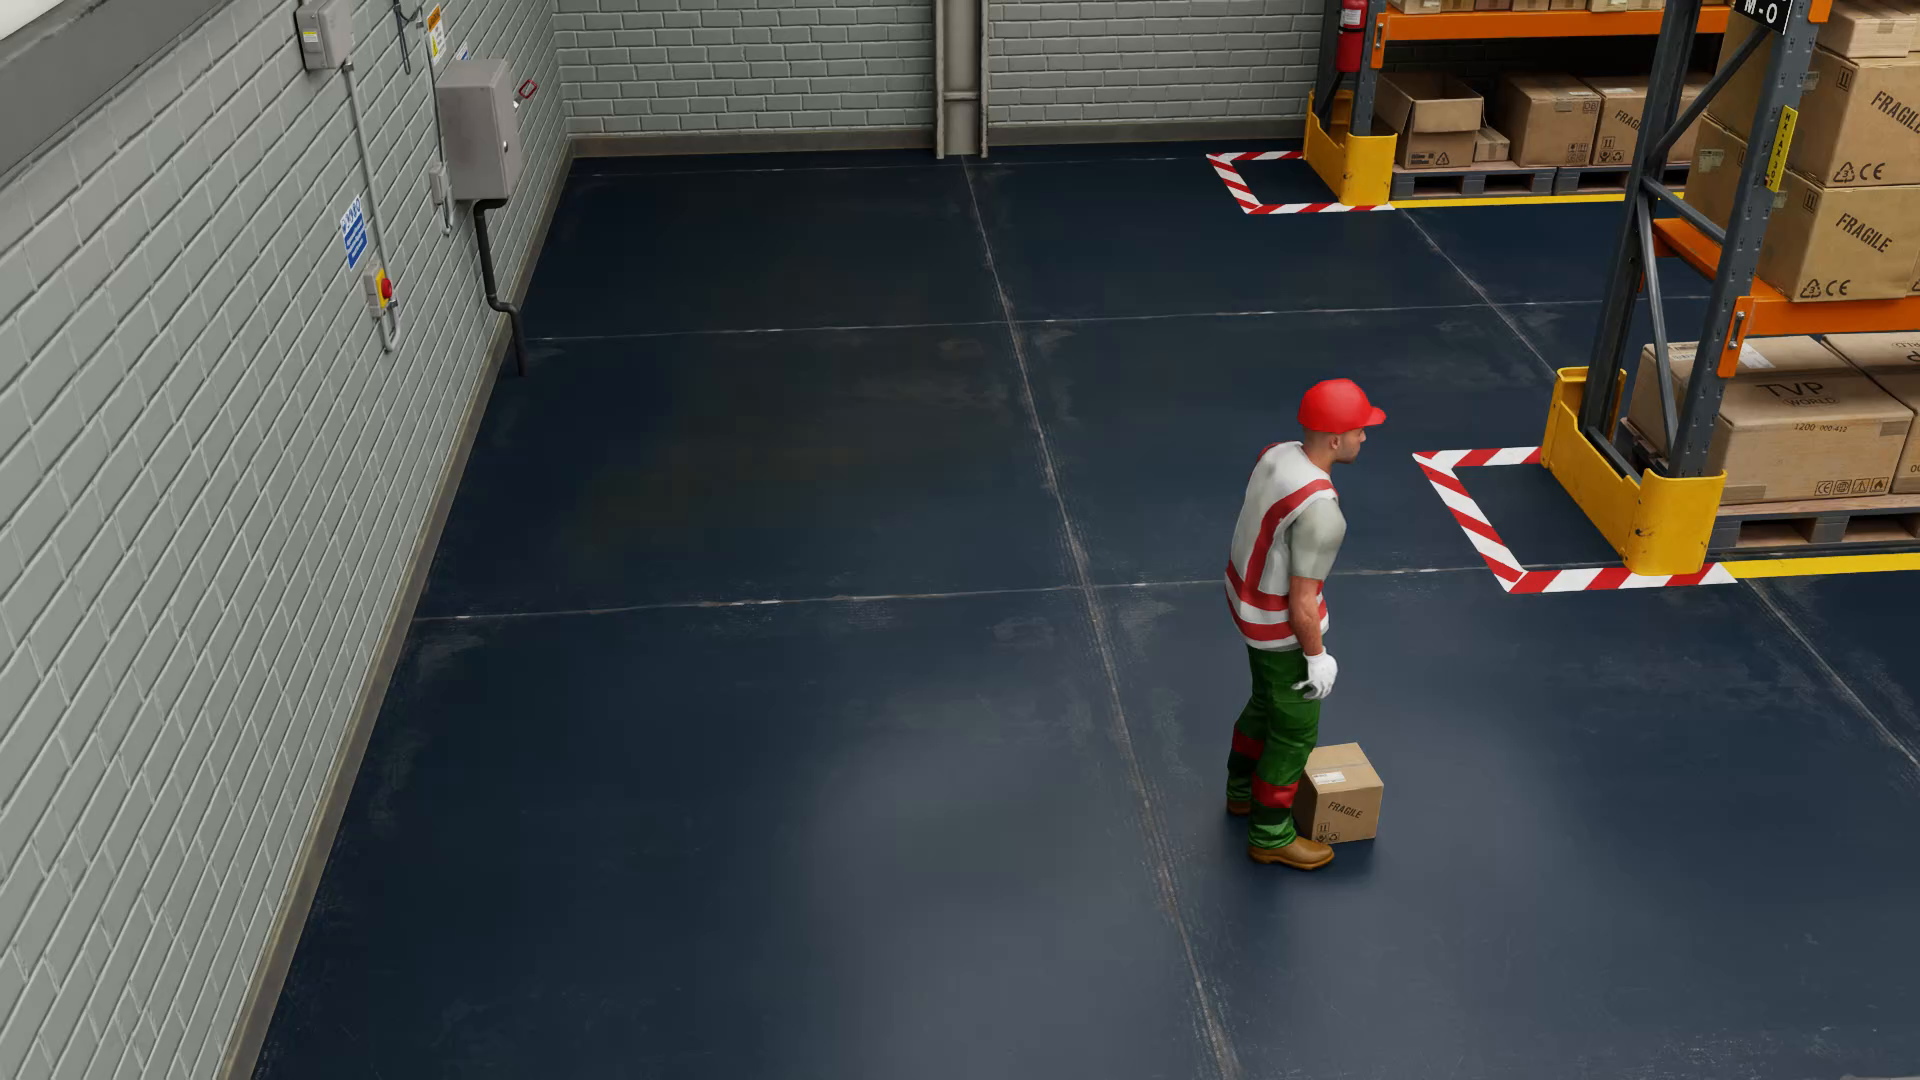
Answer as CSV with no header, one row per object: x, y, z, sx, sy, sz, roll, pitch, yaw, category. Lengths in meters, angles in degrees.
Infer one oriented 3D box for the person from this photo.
1.132,0.279,5.649,0.448,1.779,0.610,-3,31,-4,person
